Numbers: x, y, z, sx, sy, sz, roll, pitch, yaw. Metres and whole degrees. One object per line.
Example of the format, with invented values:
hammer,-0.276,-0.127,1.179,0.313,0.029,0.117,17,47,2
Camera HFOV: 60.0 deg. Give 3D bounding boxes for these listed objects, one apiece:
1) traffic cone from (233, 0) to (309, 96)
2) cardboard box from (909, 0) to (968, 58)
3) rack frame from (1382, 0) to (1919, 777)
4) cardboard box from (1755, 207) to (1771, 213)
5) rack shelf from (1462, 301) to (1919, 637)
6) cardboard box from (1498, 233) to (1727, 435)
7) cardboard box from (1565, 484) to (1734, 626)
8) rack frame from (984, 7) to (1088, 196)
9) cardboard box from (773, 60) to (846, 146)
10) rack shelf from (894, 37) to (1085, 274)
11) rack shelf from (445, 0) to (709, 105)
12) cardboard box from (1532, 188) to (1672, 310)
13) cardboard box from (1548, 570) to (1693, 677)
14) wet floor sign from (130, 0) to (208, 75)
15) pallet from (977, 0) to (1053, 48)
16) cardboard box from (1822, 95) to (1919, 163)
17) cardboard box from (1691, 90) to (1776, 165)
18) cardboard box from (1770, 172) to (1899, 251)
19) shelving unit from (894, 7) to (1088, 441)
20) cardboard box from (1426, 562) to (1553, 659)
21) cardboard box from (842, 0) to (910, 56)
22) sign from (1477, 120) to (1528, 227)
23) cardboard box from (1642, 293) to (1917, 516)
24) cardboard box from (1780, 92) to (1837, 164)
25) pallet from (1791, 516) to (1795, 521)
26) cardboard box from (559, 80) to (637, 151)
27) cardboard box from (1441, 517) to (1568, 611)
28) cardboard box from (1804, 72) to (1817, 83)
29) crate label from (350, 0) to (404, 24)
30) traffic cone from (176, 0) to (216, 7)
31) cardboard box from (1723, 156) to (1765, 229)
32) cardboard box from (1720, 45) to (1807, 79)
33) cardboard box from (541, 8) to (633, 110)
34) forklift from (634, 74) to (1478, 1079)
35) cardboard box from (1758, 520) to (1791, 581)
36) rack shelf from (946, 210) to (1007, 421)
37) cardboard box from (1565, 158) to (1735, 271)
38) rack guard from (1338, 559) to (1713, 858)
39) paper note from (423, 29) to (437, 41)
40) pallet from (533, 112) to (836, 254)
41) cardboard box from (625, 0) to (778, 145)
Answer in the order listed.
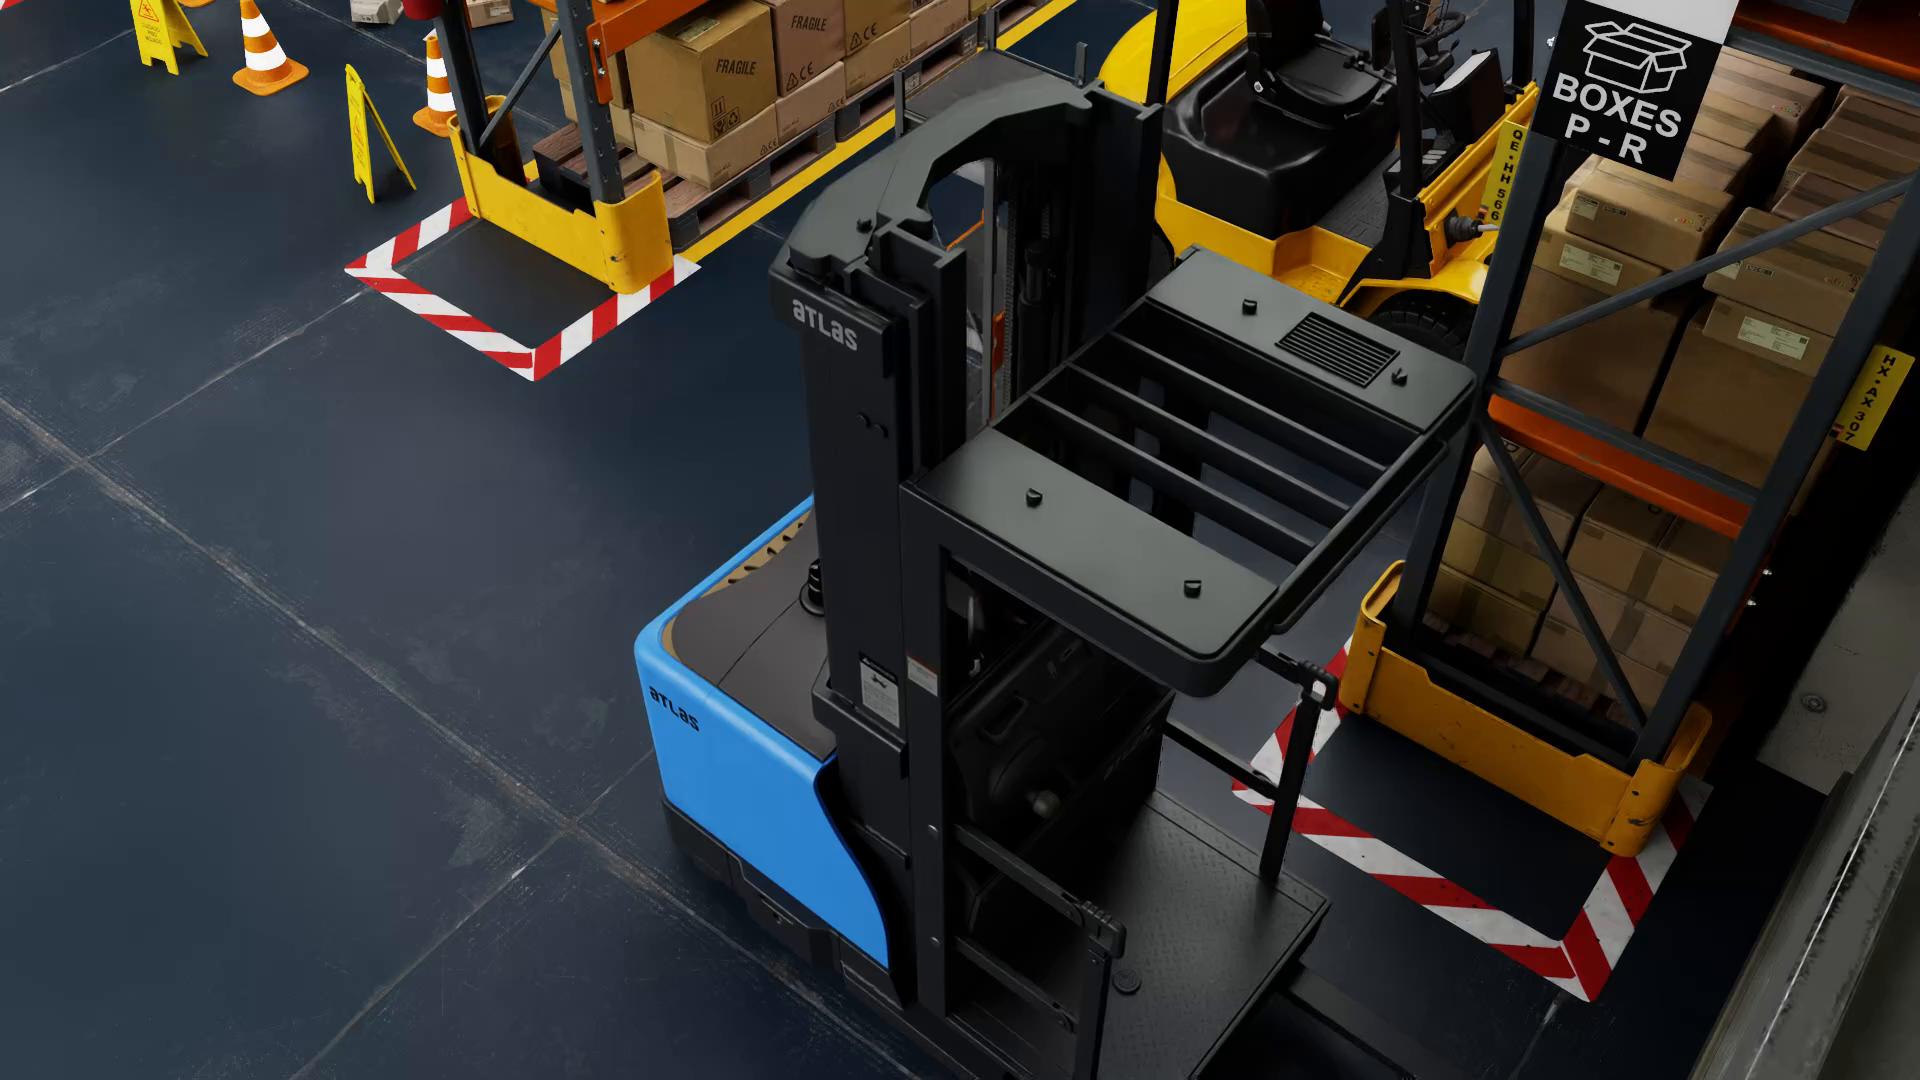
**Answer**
traffic cone,-3.811,-2.726,9.034,0.336,0.463,0.334,29,53,25
cardboard box,-0.302,-2.918,9.075,0.500,0.250,0.500,30,53,26
rack frame,1.963,-0.297,4.959,1.000,3.000,0.127,29,53,25
cardboard box,2.477,-0.805,4.926,0.380,0.149,0.250,29,53,25
rack shelf,3.186,-1.193,6.313,1.077,0.370,4.000,29,53,25
cardboard box,2.057,-0.729,5.303,0.500,0.500,0.500,28,52,24
cardboard box,2.407,-0.029,5.623,0.500,0.250,0.500,28,53,24
rack frame,0.250,-0.960,6.215,0.400,2.100,0.015,29,53,25
cardboard box,-0.937,-2.313,8.496,0.500,0.250,0.500,31,54,26
rack shelf,0.101,-1.294,5.585,0.431,0.518,0.480,29,53,25
rack shelf,-0.744,-3.385,8.407,1.077,0.370,4.000,29,53,25
cardboard box,1.954,-0.878,4.997,0.380,0.149,0.250,30,53,25
cardboard box,2.415,0.158,5.790,0.500,0.250,0.500,30,53,26
wet floor sign,-4.396,-2.915,9.088,0.267,0.644,0.232,21,50,19
pallet,0.096,-3.415,9.866,1.003,0.211,1.213,29,53,25
cardboard box,2.838,-1.183,5.083,0.380,0.149,0.250,29,53,25
cardboard box,2.280,-1.273,5.168,0.380,0.149,0.250,30,53,26
cardboard box,2.550,-0.881,4.793,0.380,0.149,0.250,31,54,26
shelving unit,0.101,-0.820,6.081,0.431,2.100,0.503,29,53,25
cardboard box,2.001,0.099,6.192,0.500,0.250,0.500,30,53,25
cardboard box,-0.611,-2.881,8.521,0.500,0.500,0.500,30,53,26
sign,1.543,-1.027,4.692,0.100,0.325,0.005,29,53,25
cardboard box,2.486,-0.492,5.077,0.500,0.500,0.500,31,54,26
cardboard box,2.694,-1.315,5.863,0.500,0.500,0.500,28,53,24
pallet,3.144,-0.485,7.067,1.003,0.211,1.213,29,53,25
cardboard box,-1.671,-2.280,8.465,0.500,0.250,0.500,29,53,25
cardboard box,2.014,-0.082,6.019,0.500,0.250,0.500,29,53,25
cardboard box,2.719,-1.623,5.708,0.380,0.149,0.250,30,53,25
crate label,-3.379,-3.090,9.607,0.250,0.136,0.298,6,47,5
traffic cone,-4.497,-3.420,9.697,0.336,0.463,0.334,29,53,25
cardboard box,2.294,-1.159,5.265,0.380,0.149,0.250,30,53,26
cardboard box,2.563,-1.581,5.462,0.380,0.149,0.250,30,53,26
cardboard box,-1.683,-2.517,8.173,0.500,0.500,0.500,30,53,25
forklift,0.457,0.436,4.306,3.031,2.935,1.130,31,54,26
cardboard box,2.748,0.036,6.252,0.500,0.250,0.500,30,53,25
rack shelf,0.101,-0.811,6.091,0.431,0.518,0.480,29,53,25
cardboard box,2.016,-0.957,4.866,0.380,0.149,0.250,29,53,25
rack guard,1.949,0.580,5.850,1.175,0.500,0.348,29,53,25
paper note,-2.964,-2.885,9.485,0.148,0.019,0.142,13,48,12
pallet,-1.396,-2.019,8.533,1.003,0.211,1.213,29,53,25
cardboard box,-1.241,-2.297,7.962,0.500,0.500,0.500,28,52,24
